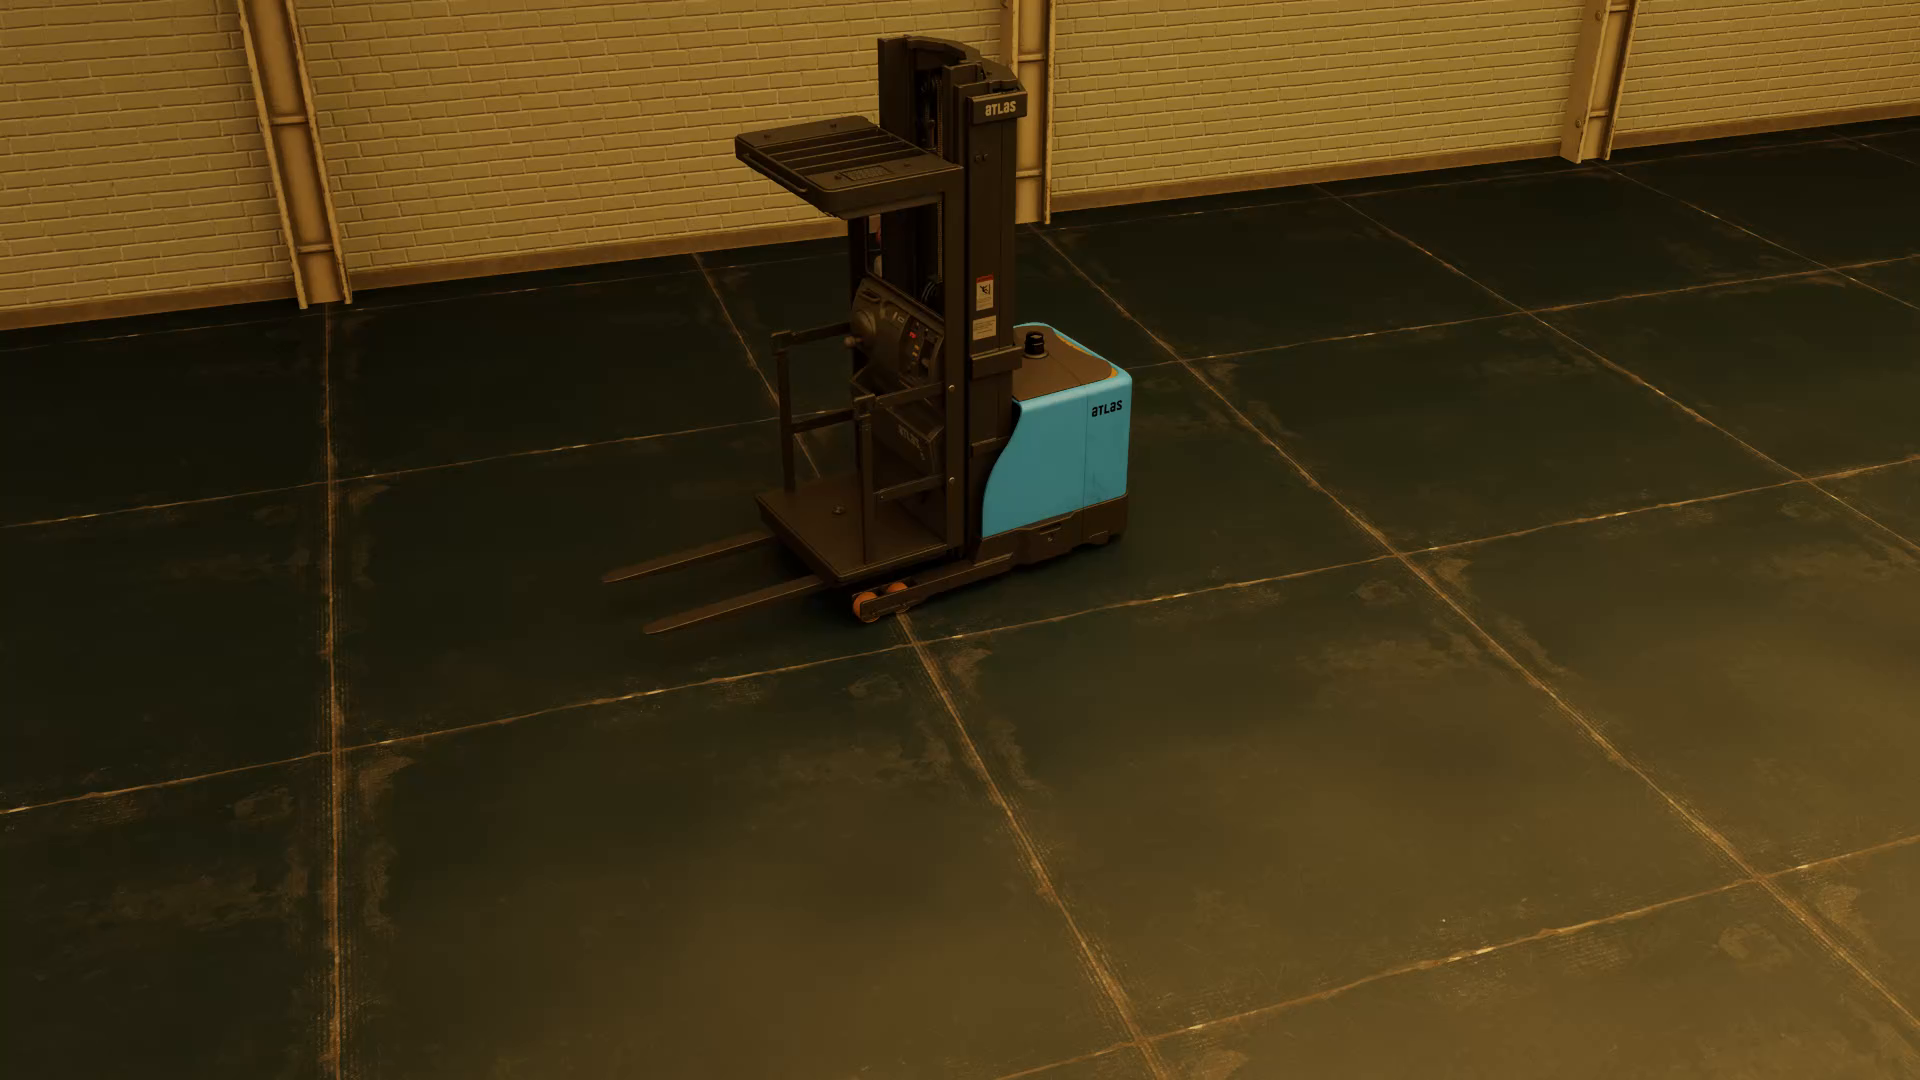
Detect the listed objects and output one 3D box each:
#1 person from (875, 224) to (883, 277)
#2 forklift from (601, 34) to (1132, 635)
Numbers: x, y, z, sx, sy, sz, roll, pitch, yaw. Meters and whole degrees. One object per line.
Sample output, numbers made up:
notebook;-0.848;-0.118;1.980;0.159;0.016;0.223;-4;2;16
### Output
person;-0.289;-1.275;10.626;0.473;1.600;0.520;-7;31;-12
forklift;-0.524;-1.114;9.022;3.031;2.935;1.130;-17;34;-27
